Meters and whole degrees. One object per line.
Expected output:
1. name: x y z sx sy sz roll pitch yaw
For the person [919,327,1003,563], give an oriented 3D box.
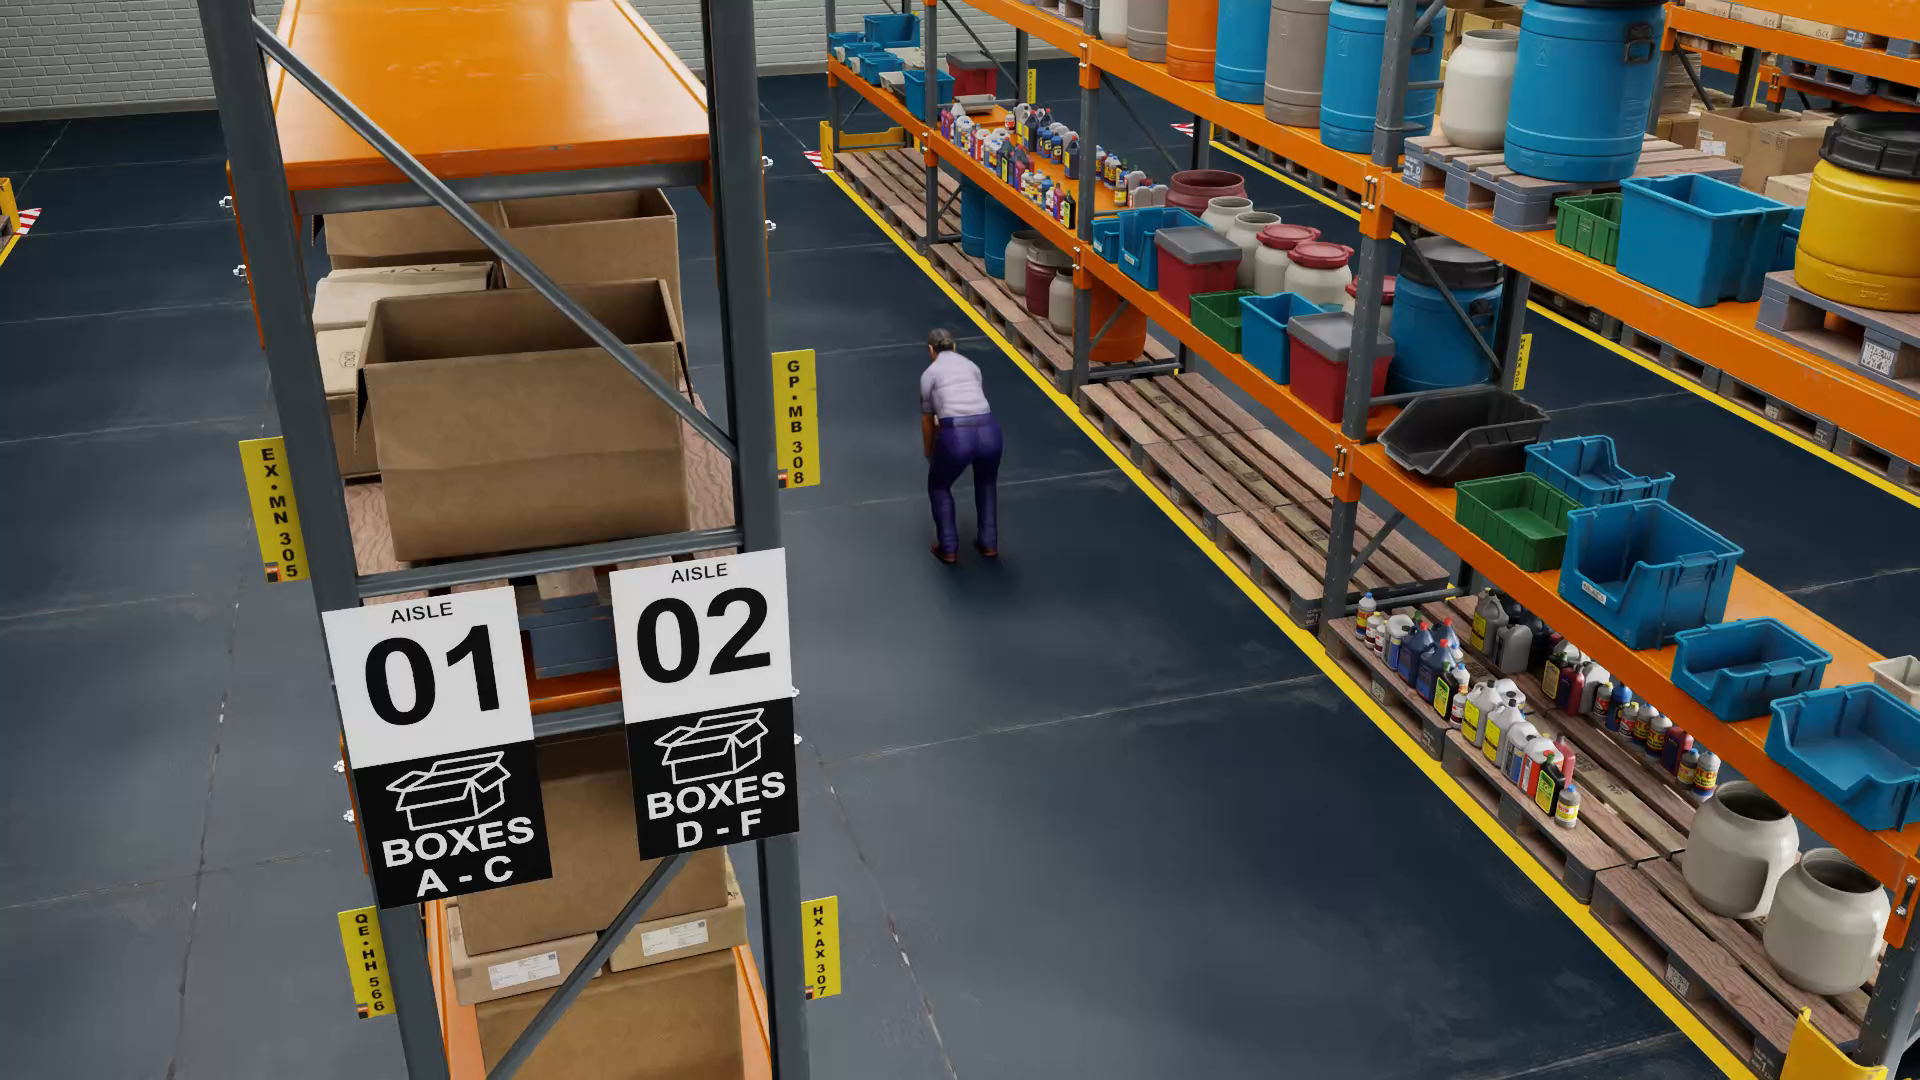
1. person: -0.014 -0.602 10.635 0.459 1.392 0.766 -9 28 -17
